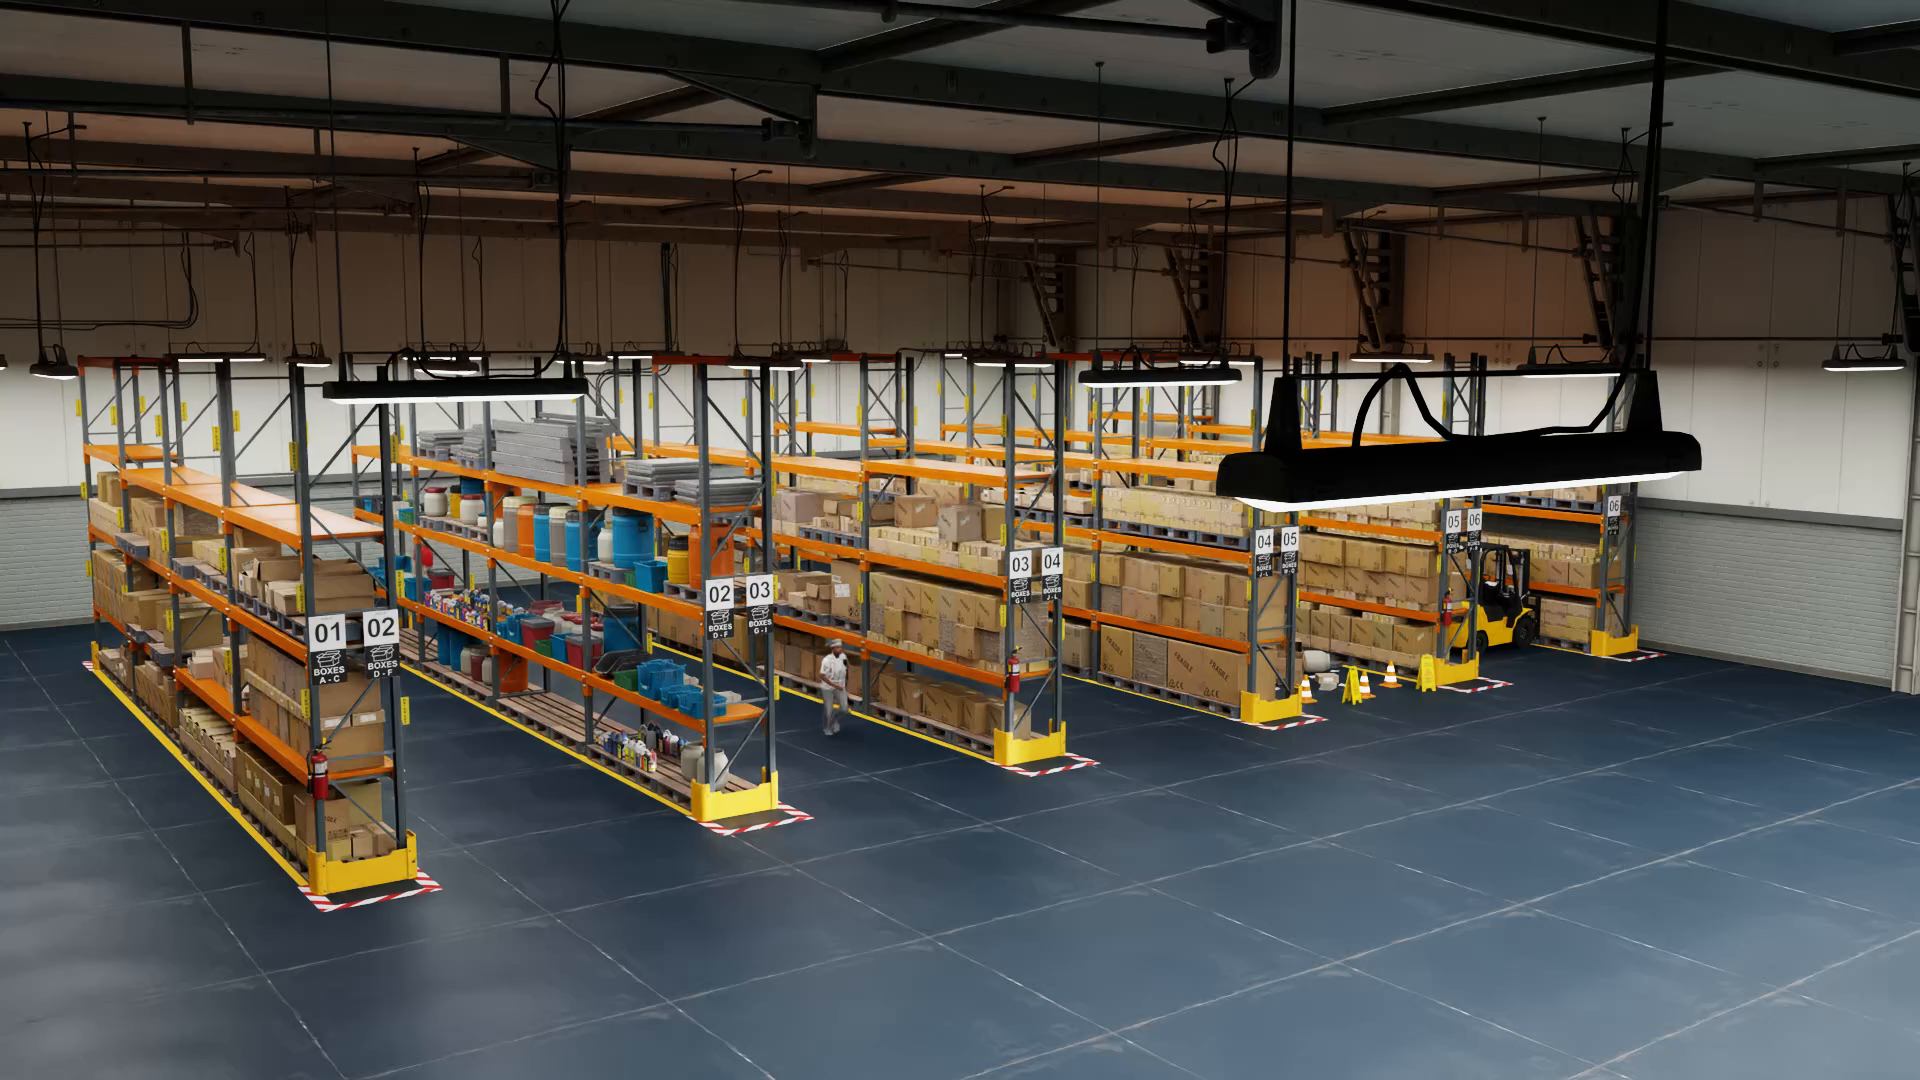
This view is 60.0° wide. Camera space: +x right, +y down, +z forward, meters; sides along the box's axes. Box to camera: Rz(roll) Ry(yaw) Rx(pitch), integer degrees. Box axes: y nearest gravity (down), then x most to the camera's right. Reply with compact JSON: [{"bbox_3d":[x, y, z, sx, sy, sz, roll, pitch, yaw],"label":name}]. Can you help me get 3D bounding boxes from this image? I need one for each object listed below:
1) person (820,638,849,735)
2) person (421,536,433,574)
[{"bbox_3d":[-1.996,2.333,26.423,0.567,1.621,0.751,-3,8,-26],"label":"person"},{"bbox_3d":[-12.640,0.733,39.095,0.788,1.694,0.534,0,7,2],"label":"person"}]
